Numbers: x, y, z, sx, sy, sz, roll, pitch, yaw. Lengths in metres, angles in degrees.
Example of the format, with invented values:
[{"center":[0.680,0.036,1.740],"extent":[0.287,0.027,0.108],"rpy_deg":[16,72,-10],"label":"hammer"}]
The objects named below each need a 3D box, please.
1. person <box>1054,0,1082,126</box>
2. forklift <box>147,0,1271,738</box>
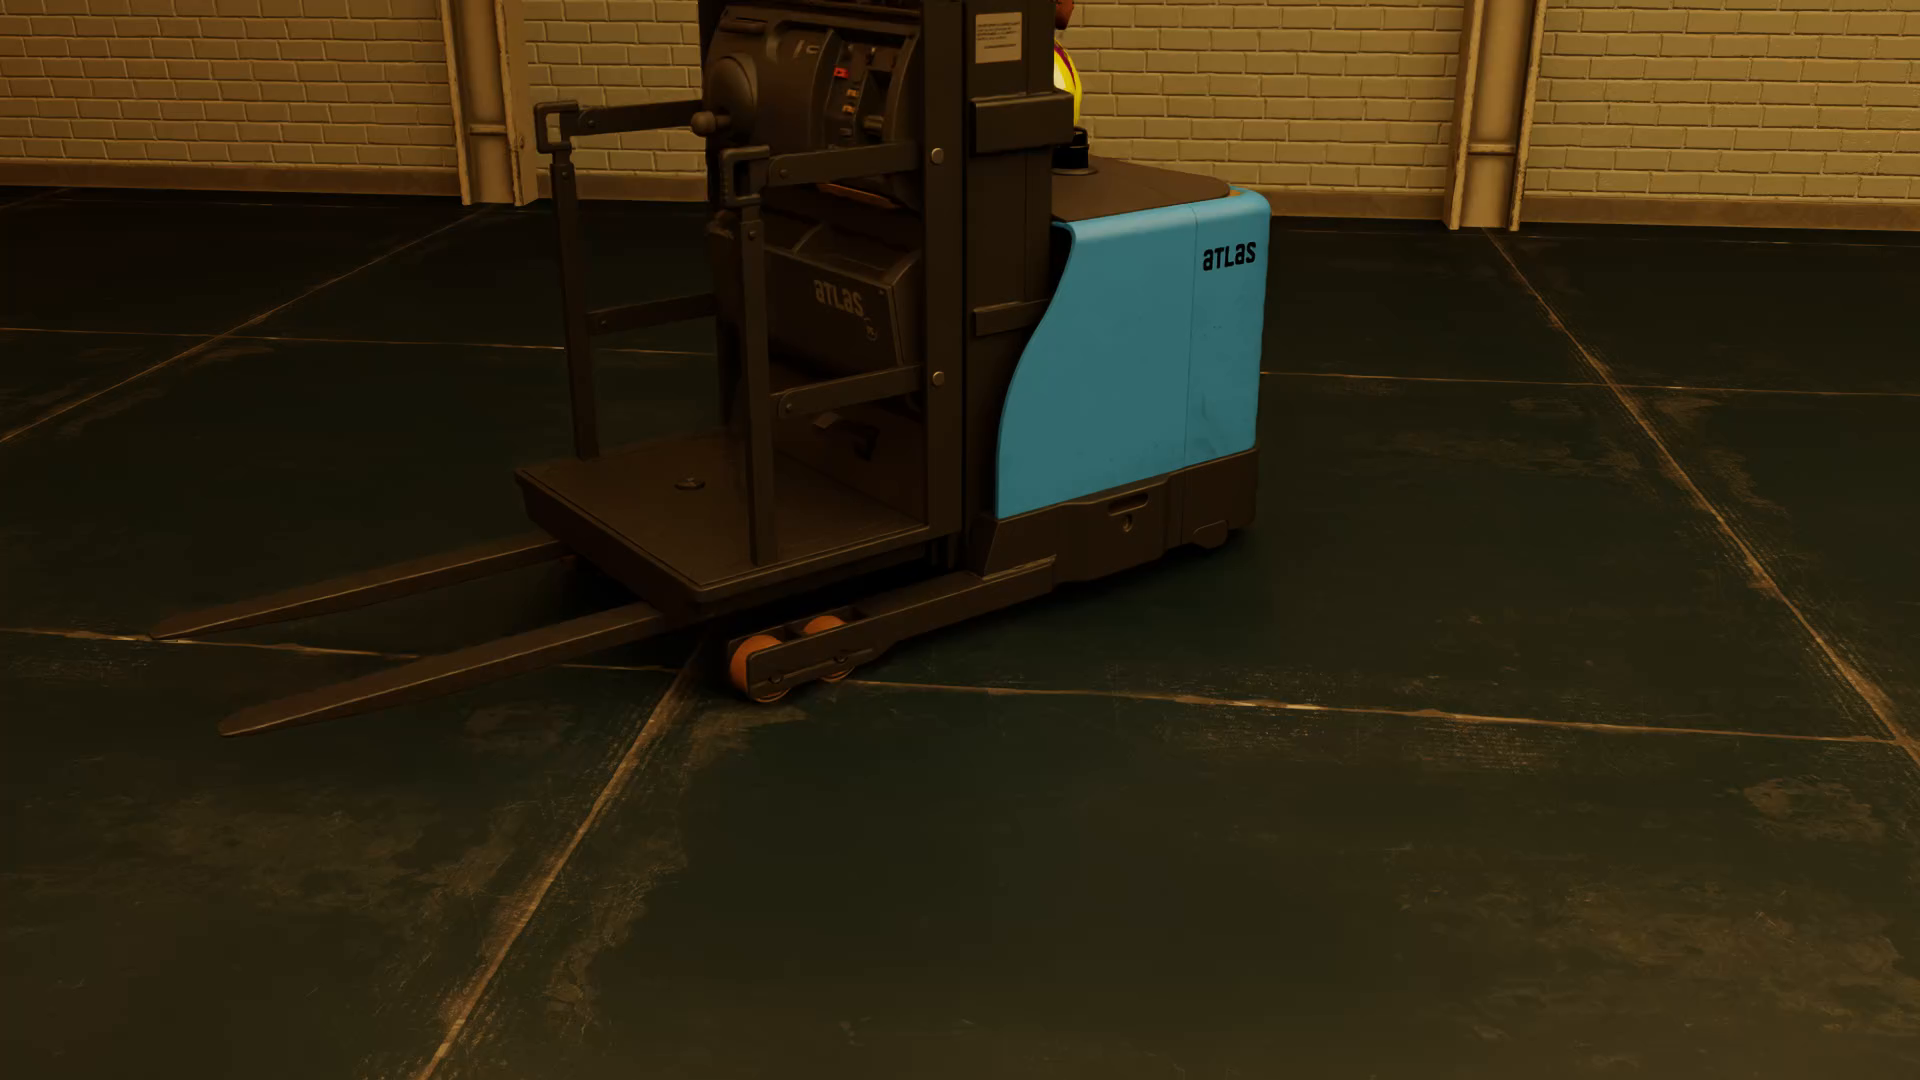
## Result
[{"center":[0.292,-1.272,6.064],"extent":[0.656,1.712,0.803],"rpy_deg":[4,22,11],"label":"person"},{"center":[-0.567,-1.175,4.172],"extent":[3.031,2.935,1.130],"rpy_deg":[-16,27,-34],"label":"forklift"}]
